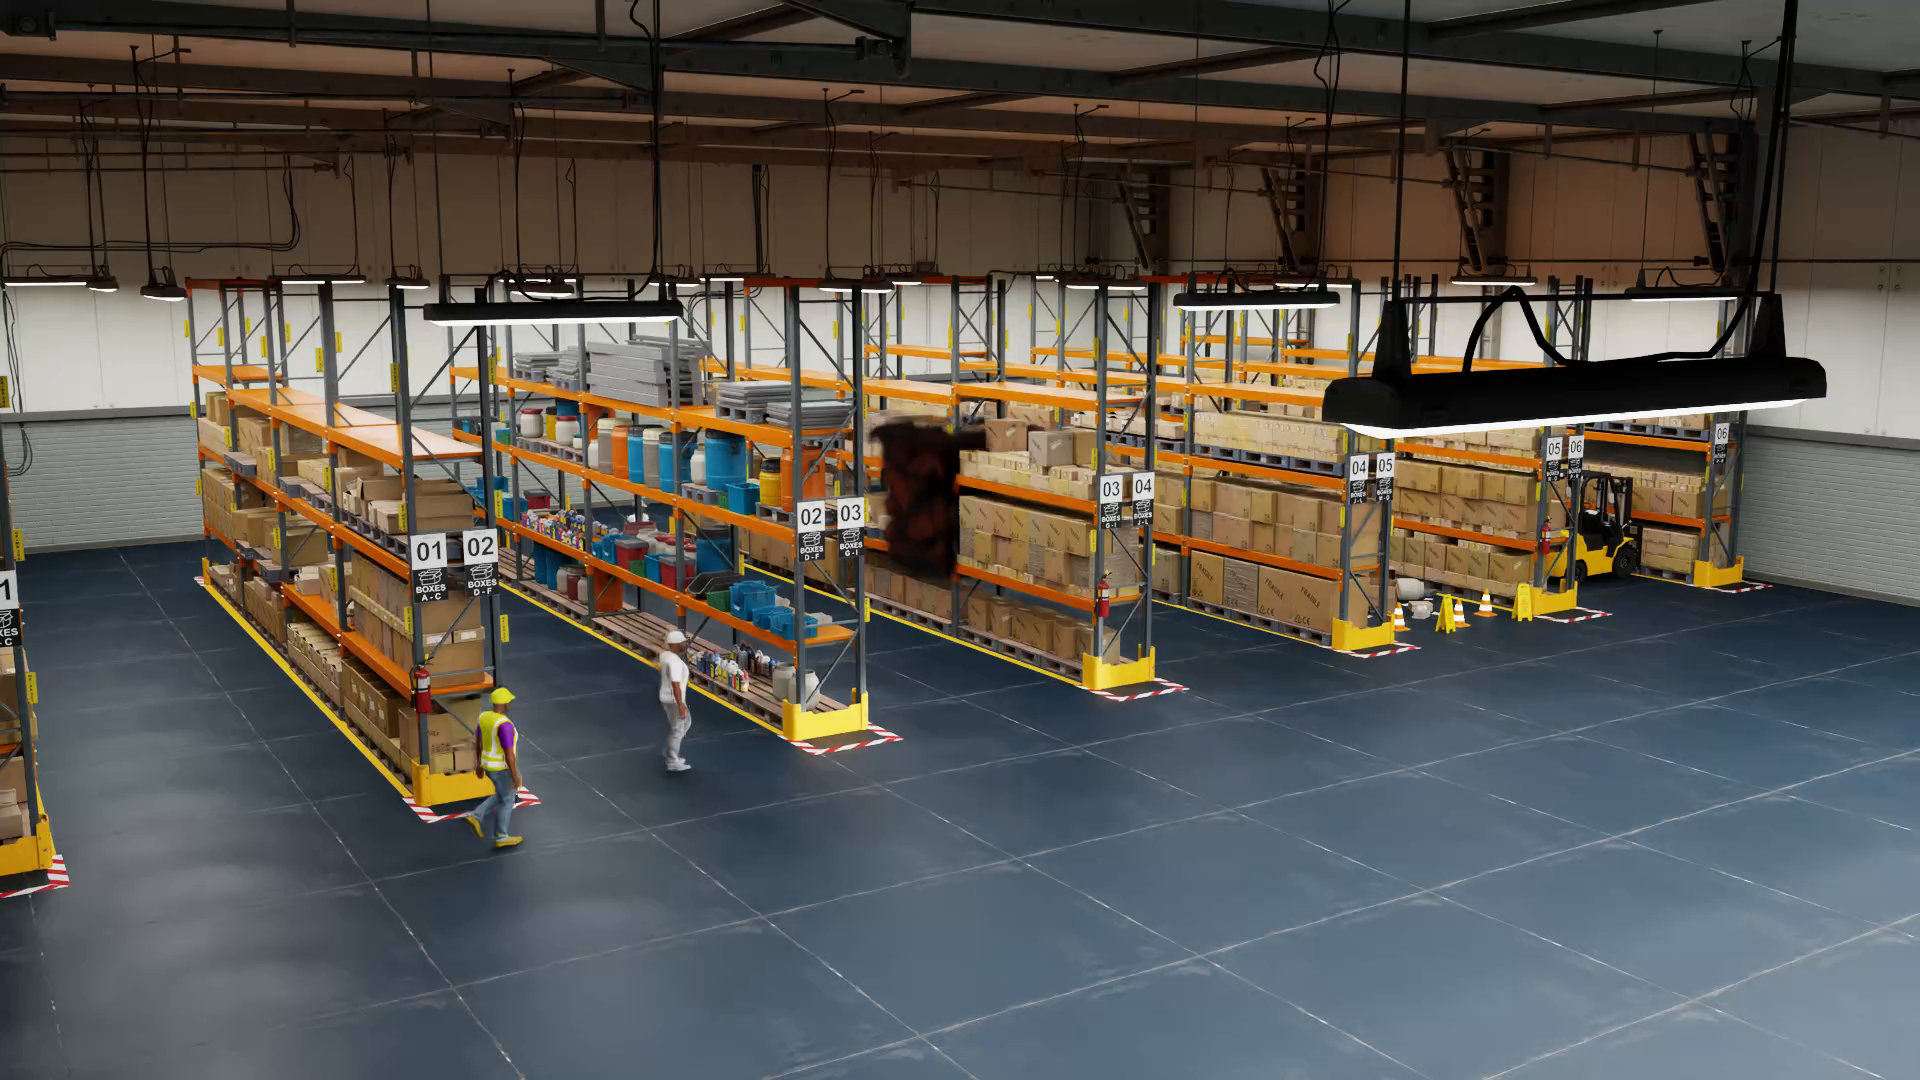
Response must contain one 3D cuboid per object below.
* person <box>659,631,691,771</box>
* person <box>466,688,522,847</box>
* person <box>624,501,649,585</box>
[{"bbox_3d":[-3.562,2.011,20.816,0.390,1.761,0.692,-2,10,-12],"label":"person"},{"bbox_3d":[-5.033,2.471,17.966,0.553,1.753,0.594,-6,11,-33],"label":"person"},{"bbox_3d":[-6.180,0.093,32.212,0.586,1.732,1.069,-8,12,-39],"label":"person"}]
